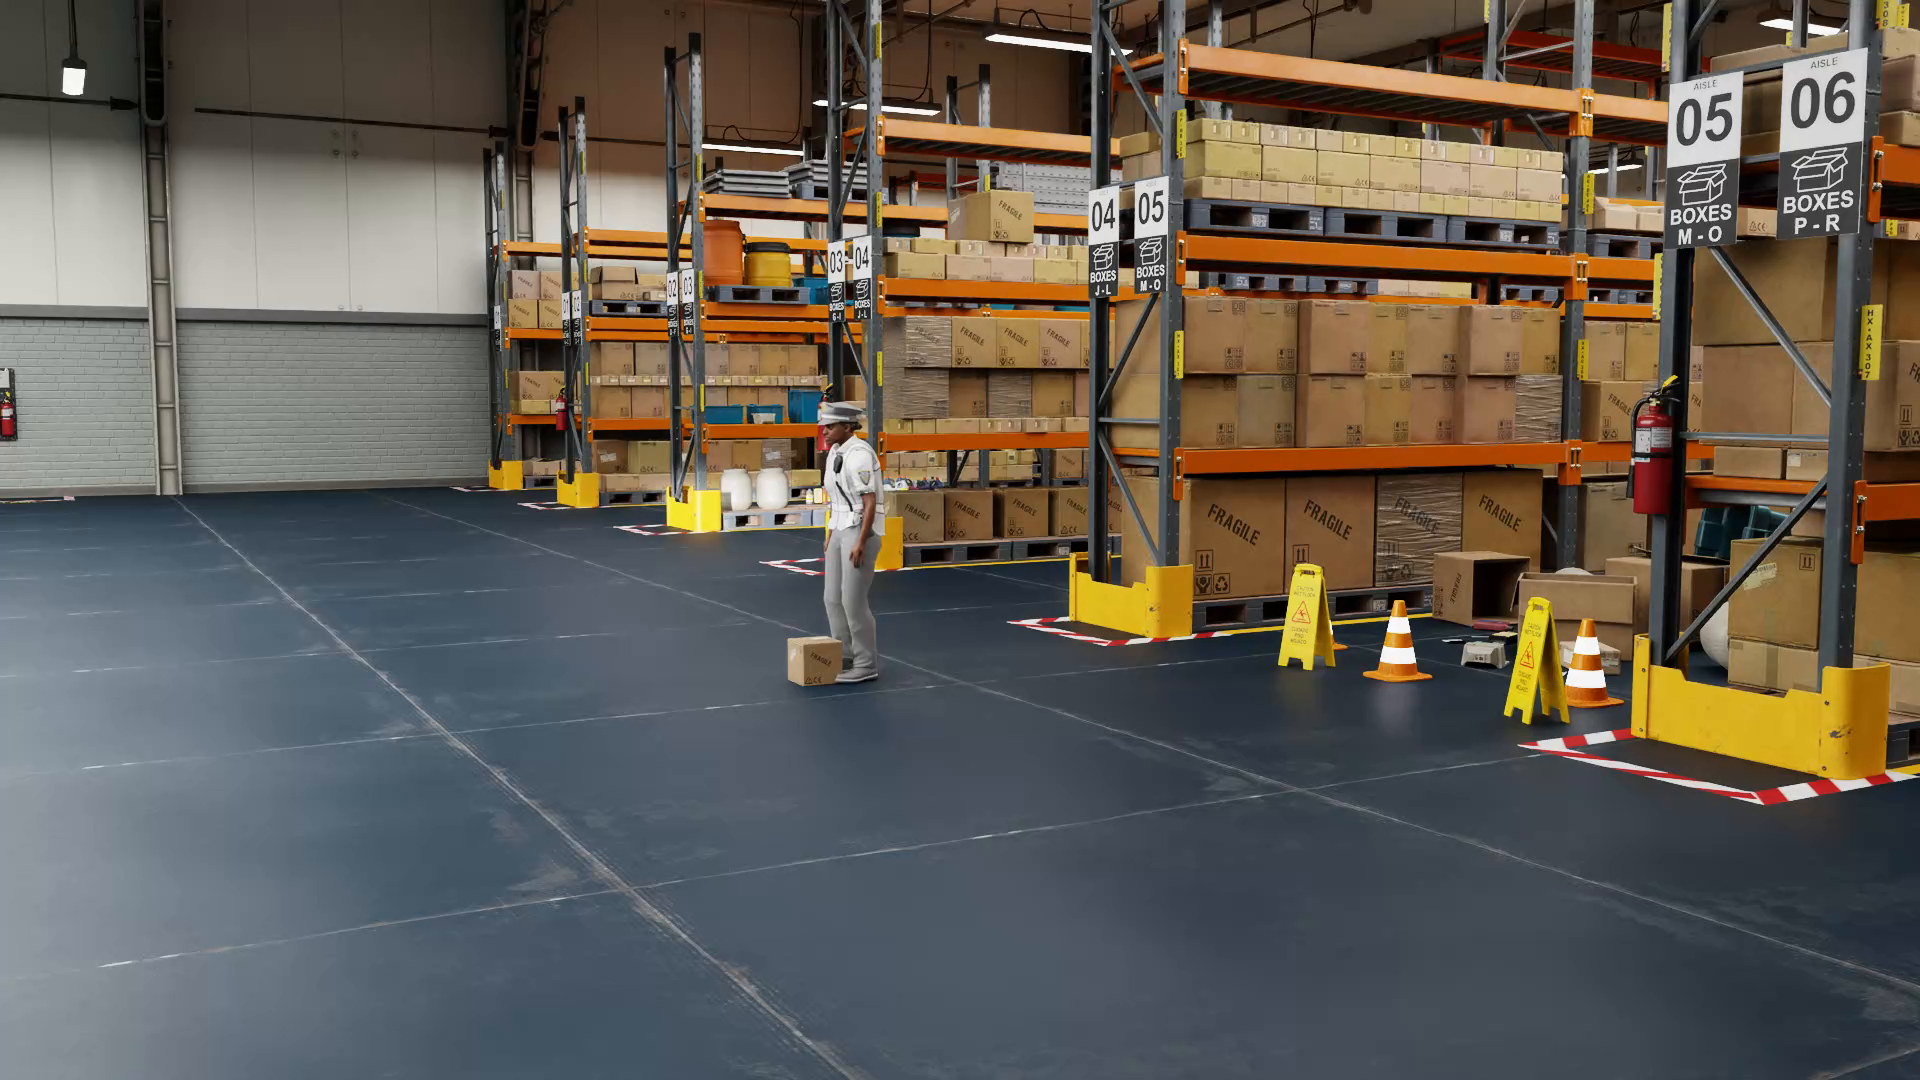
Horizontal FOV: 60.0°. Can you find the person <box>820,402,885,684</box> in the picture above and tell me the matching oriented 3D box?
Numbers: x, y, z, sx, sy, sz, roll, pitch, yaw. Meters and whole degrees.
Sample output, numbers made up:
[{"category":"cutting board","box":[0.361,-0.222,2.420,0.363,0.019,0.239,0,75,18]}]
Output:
[{"category":"person","box":[-0.663,0.006,9.947,0.393,1.657,0.509,-3,6,-31]}]
